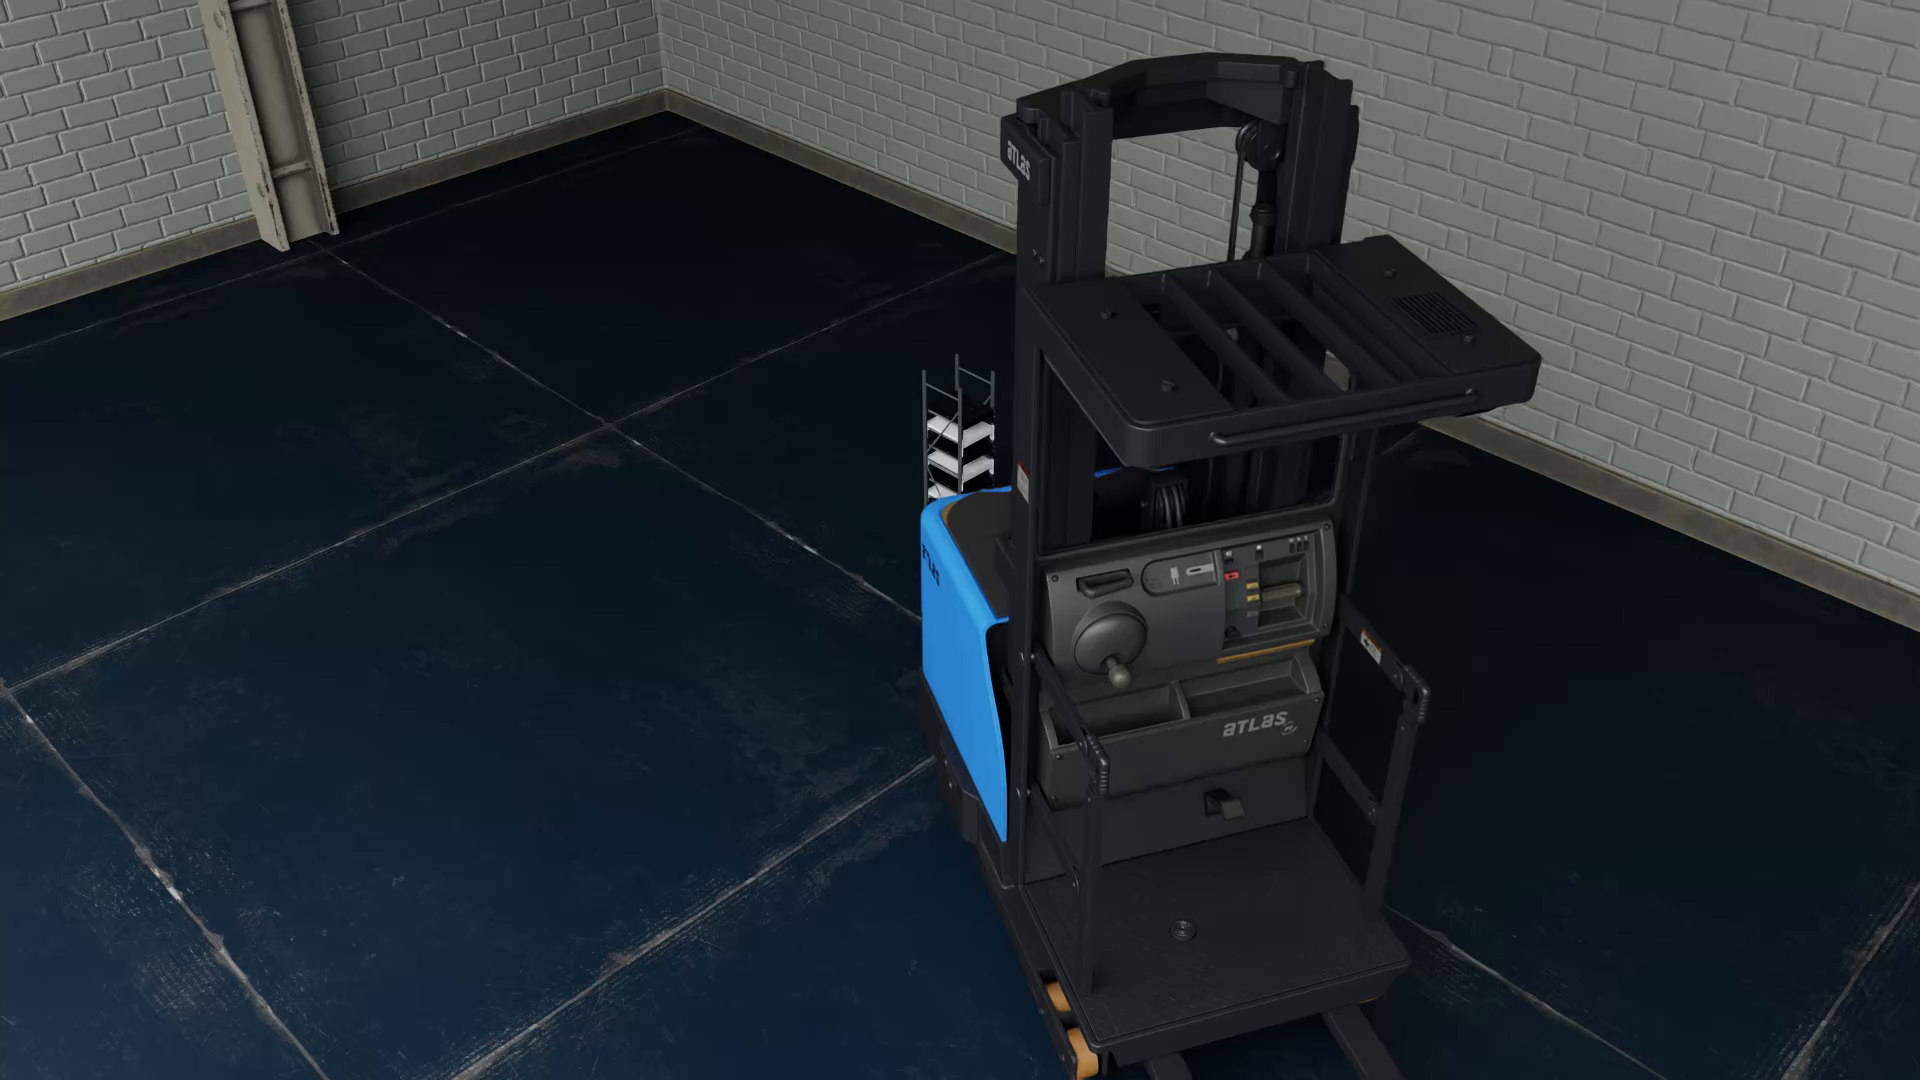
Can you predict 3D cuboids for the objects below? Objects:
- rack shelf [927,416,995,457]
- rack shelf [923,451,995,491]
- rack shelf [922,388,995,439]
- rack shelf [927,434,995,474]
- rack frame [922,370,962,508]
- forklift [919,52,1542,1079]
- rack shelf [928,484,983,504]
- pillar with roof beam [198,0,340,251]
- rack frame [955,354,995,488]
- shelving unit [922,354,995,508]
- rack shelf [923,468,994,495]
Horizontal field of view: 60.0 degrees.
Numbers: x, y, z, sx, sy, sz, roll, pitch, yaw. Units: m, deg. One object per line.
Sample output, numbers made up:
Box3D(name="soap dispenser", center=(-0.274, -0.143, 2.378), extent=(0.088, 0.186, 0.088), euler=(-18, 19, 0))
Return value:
Box3D(name="rack shelf", center=(-0.006, -0.486, 7.404), extent=(0.258, 0.077, 0.200), euler=(30, 45, 35))
Box3D(name="rack shelf", center=(-0.006, -0.338, 7.507), extent=(0.258, 0.077, 0.200), euler=(30, 45, 35))
Box3D(name="rack shelf", center=(-0.006, -0.560, 7.352), extent=(0.258, 0.077, 0.200), euler=(30, 45, 35))
Box3D(name="rack shelf", center=(-0.006, -0.412, 7.455), extent=(0.258, 0.077, 0.200), euler=(30, 45, 35))
Box3D(name="rack frame", center=(-0.077, -0.325, 7.429), extent=(0.240, 0.900, 0.006), euler=(30, 45, 35))
Box3D(name="forklift", center=(0.769, 0.252, 4.827), extent=(1.130, 2.935, 3.031), euler=(-10, 36, -14))
Box3D(name="rack shelf", center=(-0.006, -0.191, 7.610), extent=(0.258, 0.077, 0.200), euler=(30, 45, 35))
Box3D(name="pillar with roof beam", center=(-1.120, -3.887, 5.456), extent=(9.100, 9.000, 0.400), euler=(30, 45, 35))
Box3D(name="rack frame", center=(0.066, -0.407, 7.547), extent=(0.240, 0.900, 0.006), euler=(30, 45, 35))
Box3D(name="shelving unit", center=(-0.006, -0.366, 7.488), extent=(0.258, 0.900, 0.210), euler=(30, 45, 35))
Box3D(name="rack shelf", center=(-0.006, -0.265, 7.558), extent=(0.258, 0.077, 0.200), euler=(30, 45, 35))
